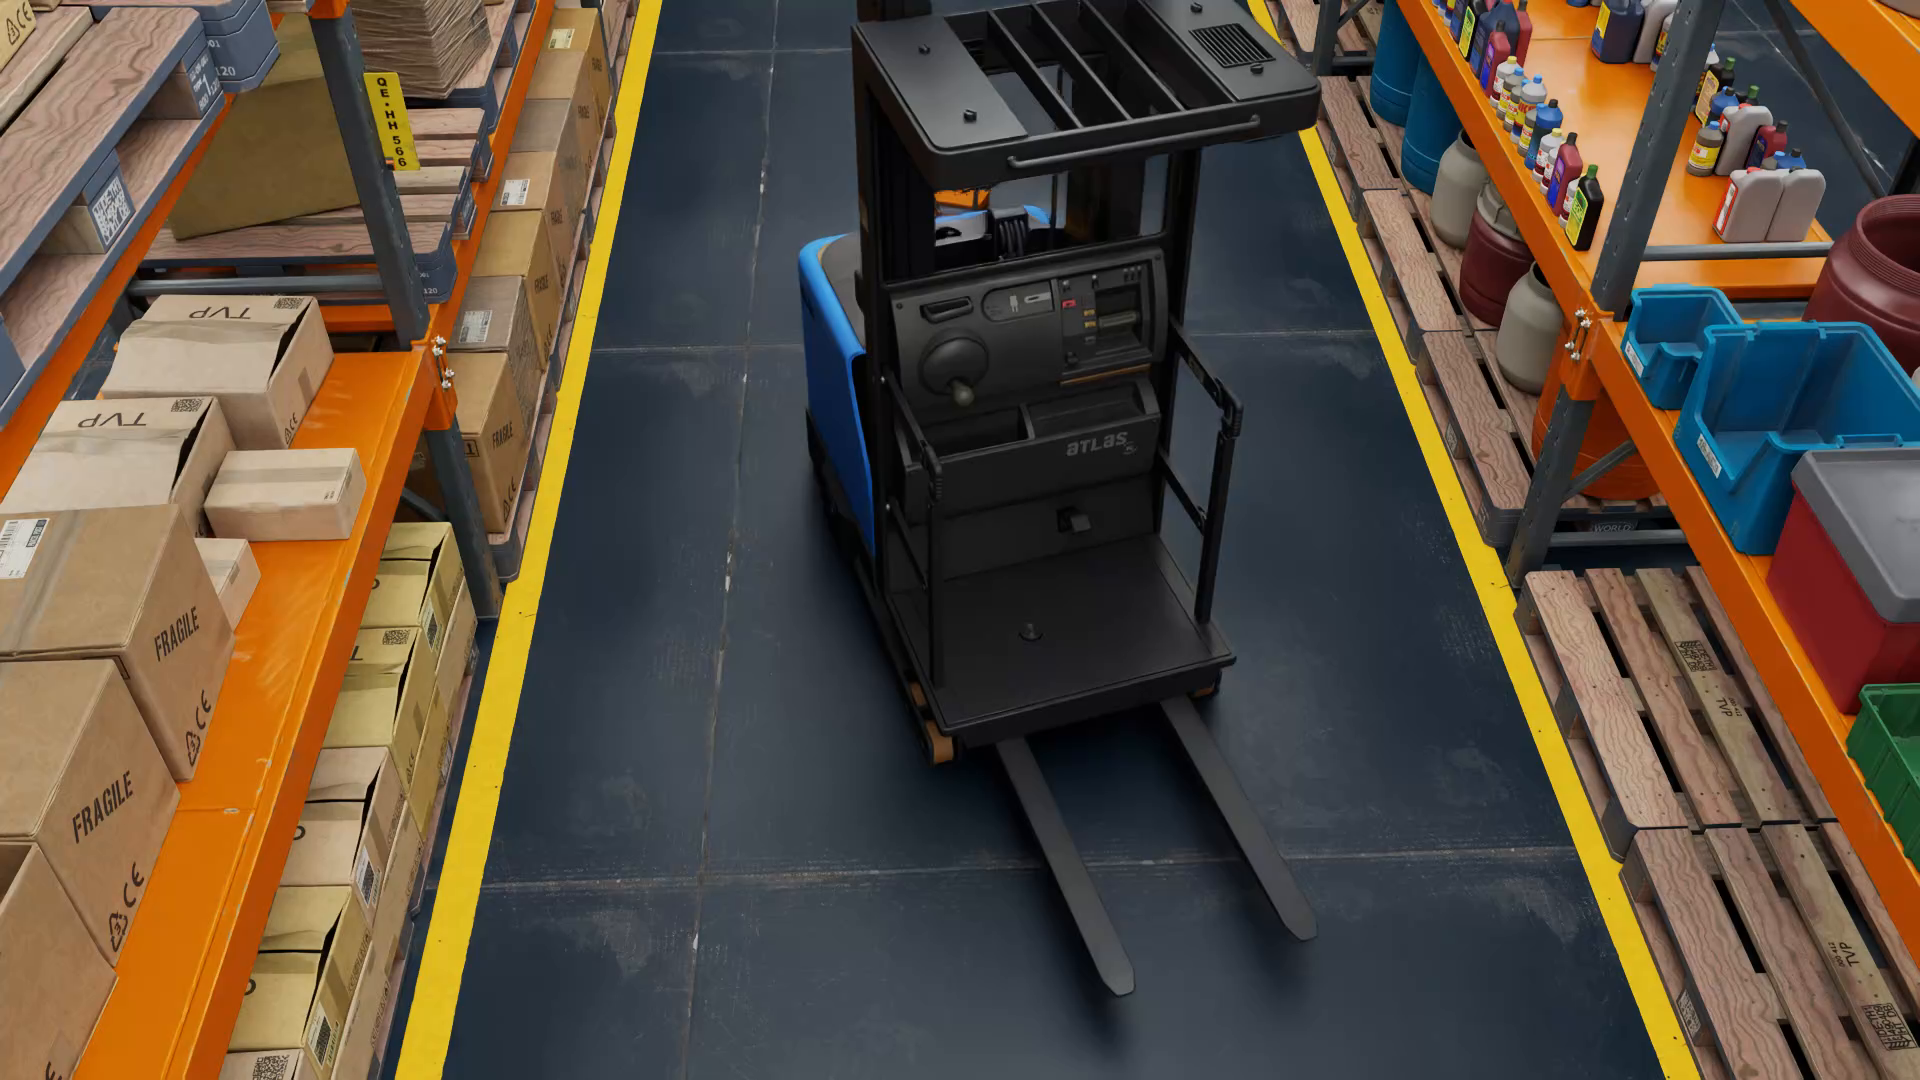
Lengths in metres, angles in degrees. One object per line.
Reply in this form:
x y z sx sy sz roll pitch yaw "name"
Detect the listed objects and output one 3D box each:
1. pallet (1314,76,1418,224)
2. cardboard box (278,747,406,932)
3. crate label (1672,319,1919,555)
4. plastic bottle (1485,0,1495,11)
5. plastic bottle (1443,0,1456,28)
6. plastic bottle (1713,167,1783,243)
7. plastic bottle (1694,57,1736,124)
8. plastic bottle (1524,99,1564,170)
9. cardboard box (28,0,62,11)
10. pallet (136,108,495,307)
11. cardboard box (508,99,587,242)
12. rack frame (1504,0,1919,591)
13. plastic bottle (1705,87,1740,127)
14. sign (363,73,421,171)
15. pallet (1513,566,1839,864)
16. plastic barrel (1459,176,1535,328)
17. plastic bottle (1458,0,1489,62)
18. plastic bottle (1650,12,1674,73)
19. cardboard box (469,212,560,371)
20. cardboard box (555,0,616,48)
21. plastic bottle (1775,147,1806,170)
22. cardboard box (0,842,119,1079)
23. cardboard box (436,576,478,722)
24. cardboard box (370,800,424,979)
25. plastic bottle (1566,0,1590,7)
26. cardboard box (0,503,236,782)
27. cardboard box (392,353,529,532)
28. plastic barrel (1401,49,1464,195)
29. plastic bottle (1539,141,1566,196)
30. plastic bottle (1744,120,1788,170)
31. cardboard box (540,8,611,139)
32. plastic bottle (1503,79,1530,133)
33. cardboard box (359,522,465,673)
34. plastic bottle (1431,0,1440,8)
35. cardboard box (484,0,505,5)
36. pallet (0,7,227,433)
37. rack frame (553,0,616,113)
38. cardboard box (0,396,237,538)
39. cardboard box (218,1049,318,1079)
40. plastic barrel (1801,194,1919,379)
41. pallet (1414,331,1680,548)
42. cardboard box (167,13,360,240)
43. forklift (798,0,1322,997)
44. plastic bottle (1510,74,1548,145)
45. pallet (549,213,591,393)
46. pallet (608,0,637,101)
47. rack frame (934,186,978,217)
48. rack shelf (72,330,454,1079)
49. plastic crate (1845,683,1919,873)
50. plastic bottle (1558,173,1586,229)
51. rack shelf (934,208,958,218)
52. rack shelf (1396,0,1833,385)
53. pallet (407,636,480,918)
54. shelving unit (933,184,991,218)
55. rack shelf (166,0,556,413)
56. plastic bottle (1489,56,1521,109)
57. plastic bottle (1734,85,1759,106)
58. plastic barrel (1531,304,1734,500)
2.490 -2.114 8.900 1.003 0.211 1.213 -2 43 -2 "pallet"
-1.965 0.866 4.894 0.500 0.311 0.500 -2 43 -2 "cardboard box"
2.441 -0.298 4.829 0.502 0.435 0.616 -2 43 -2 "crate label"
2.224 -2.170 6.983 0.061 0.283 0.133 -2 43 -2 "plastic bottle"
2.169 -2.367 7.207 0.097 0.271 0.097 0 43 0 "plastic bottle"
2.821 -1.215 5.947 0.152 0.276 0.135 -2 43 -2 "plastic bottle"
2.984 -1.782 6.560 0.061 0.283 0.133 -2 43 -2 "plastic bottle"
2.221 -1.543 6.308 0.097 0.271 0.097 0 43 0 "plastic bottle"
-2.164 -1.371 3.606 0.500 0.250 0.500 -1 43 -1 "cardboard box"
-2.379 -1.209 5.991 1.213 0.211 1.003 -2 43 -2 "pallet"
-2.109 -1.768 7.983 0.500 0.500 0.500 -1 43 -1 "cardboard box"
2.669 -0.963 5.581 1.000 3.000 0.127 -2 43 -2 "rack frame"
2.915 -1.607 6.379 0.097 0.271 0.097 0 43 0 "plastic bottle"
-1.726 -1.269 5.057 0.100 0.325 0.005 -2 43 -2 "sign"
2.663 0.589 5.952 1.003 0.211 1.213 -2 43 -2 "pallet"
2.583 -1.322 7.446 0.600 0.588 0.708 -2 43 -2 "plastic barrel"
2.163 -2.168 6.981 0.061 0.283 0.133 -2 43 -2 "plastic bottle"
2.947 -2.076 6.890 0.097 0.271 0.097 0 43 0 "plastic bottle"
-2.058 -1.072 7.224 0.500 0.500 0.500 -2 43 -2 "cardboard box"
-2.252 -2.985 9.451 0.500 0.311 0.500 -2 43 -2 "cardboard box"
2.996 -1.297 6.040 0.097 0.271 0.097 0 43 0 "plastic bottle"
-2.149 0.965 3.403 0.500 0.500 0.500 1 43 1 "cardboard box"
-2.014 0.383 5.836 0.500 0.250 0.500 -1 43 -1 "cardboard box"
-1.970 1.071 5.086 0.500 0.250 0.500 -1 43 -1 "cardboard box"
2.767 -2.509 7.363 0.097 0.271 0.097 0 43 0 "plastic bottle"
-2.193 0.272 4.160 0.500 0.500 0.500 -4 43 -4 "cardboard box"
-2.014 -0.380 6.469 0.500 0.500 0.500 0 43 0 "cardboard box"
2.535 -2.199 8.172 0.600 0.901 0.708 -2 43 -2 "plastic barrel"
2.229 -1.385 6.188 0.097 0.201 0.097 0 43 0 "plastic bottle"
3.005 -1.445 6.193 0.061 0.283 0.133 -2 43 -2 "plastic bottle"
-2.143 -2.440 8.716 0.500 0.500 0.500 -2 43 -2 "cardboard box"
2.208 -1.714 6.547 0.097 0.201 0.097 0 43 0 "plastic bottle"
-2.012 0.175 5.649 0.500 0.311 0.500 -1 43 -1 "cardboard box"
2.187 -2.513 7.364 0.152 0.276 0.135 -2 43 -2 "plastic bottle"
-2.313 -2.525 6.900 0.700 0.500 0.500 -12 44 -13 "cardboard box"
-2.112 -0.650 3.159 1.003 0.211 1.213 0 43 0 "pallet"
-2.450 -3.524 8.375 1.000 3.000 0.127 -2 43 -2 "rack frame"
-2.436 -0.182 4.794 0.500 0.311 0.500 -2 43 -2 "cardboard box"
-1.918 1.555 4.143 0.500 0.311 0.500 -3 43 -3 "cardboard box"
2.991 -0.709 5.203 0.600 0.536 0.708 -2 43 -2 "plastic barrel"
2.594 -0.467 7.103 1.003 0.211 1.213 -2 43 -2 "pallet"
-2.420 -1.437 5.714 0.700 0.500 0.500 -15 45 -16 "cardboard box"
0.305 -0.601 5.237 1.130 2.935 3.031 -13 44 -13 "forklift"
2.212 -1.674 6.452 0.097 0.271 0.097 0 43 0 "plastic bottle"
-2.323 -1.123 7.819 1.003 0.211 1.213 -2 43 -2 "pallet"
-2.478 -2.960 9.823 1.003 0.211 1.213 -2 43 -2 "pallet"
-0.062 -1.086 7.014 0.240 1.200 0.006 11 35 12 "rack frame"
-2.195 0.792 4.199 1.077 0.370 4.000 -2 43 -2 "rack shelf"
2.483 0.647 3.981 0.450 0.188 0.662 -2 43 -2 "plastic crate"
2.239 -1.230 6.018 0.097 0.201 0.097 0 43 0 "plastic bottle"
-0.027 -1.296 6.977 0.258 0.103 0.180 11 35 12 "rack shelf"
2.584 -2.048 7.297 1.077 0.370 4.000 -2 43 -2 "rack shelf"
-2.284 0.761 5.764 1.003 0.211 1.213 -2 43 -2 "pallet"
-0.036 -1.134 7.087 0.258 1.200 0.189 11 35 12 "shelving unit"
-2.365 -1.909 7.145 1.077 0.370 4.000 -2 43 -2 "rack shelf"
2.200 -1.845 6.690 0.097 0.201 0.097 0 43 0 "plastic bottle"
2.994 -1.626 6.390 0.061 0.283 0.133 -2 43 -2 "plastic bottle"
2.631 -0.648 6.532 0.600 0.830 0.708 -2 43 -2 "plastic barrel"
